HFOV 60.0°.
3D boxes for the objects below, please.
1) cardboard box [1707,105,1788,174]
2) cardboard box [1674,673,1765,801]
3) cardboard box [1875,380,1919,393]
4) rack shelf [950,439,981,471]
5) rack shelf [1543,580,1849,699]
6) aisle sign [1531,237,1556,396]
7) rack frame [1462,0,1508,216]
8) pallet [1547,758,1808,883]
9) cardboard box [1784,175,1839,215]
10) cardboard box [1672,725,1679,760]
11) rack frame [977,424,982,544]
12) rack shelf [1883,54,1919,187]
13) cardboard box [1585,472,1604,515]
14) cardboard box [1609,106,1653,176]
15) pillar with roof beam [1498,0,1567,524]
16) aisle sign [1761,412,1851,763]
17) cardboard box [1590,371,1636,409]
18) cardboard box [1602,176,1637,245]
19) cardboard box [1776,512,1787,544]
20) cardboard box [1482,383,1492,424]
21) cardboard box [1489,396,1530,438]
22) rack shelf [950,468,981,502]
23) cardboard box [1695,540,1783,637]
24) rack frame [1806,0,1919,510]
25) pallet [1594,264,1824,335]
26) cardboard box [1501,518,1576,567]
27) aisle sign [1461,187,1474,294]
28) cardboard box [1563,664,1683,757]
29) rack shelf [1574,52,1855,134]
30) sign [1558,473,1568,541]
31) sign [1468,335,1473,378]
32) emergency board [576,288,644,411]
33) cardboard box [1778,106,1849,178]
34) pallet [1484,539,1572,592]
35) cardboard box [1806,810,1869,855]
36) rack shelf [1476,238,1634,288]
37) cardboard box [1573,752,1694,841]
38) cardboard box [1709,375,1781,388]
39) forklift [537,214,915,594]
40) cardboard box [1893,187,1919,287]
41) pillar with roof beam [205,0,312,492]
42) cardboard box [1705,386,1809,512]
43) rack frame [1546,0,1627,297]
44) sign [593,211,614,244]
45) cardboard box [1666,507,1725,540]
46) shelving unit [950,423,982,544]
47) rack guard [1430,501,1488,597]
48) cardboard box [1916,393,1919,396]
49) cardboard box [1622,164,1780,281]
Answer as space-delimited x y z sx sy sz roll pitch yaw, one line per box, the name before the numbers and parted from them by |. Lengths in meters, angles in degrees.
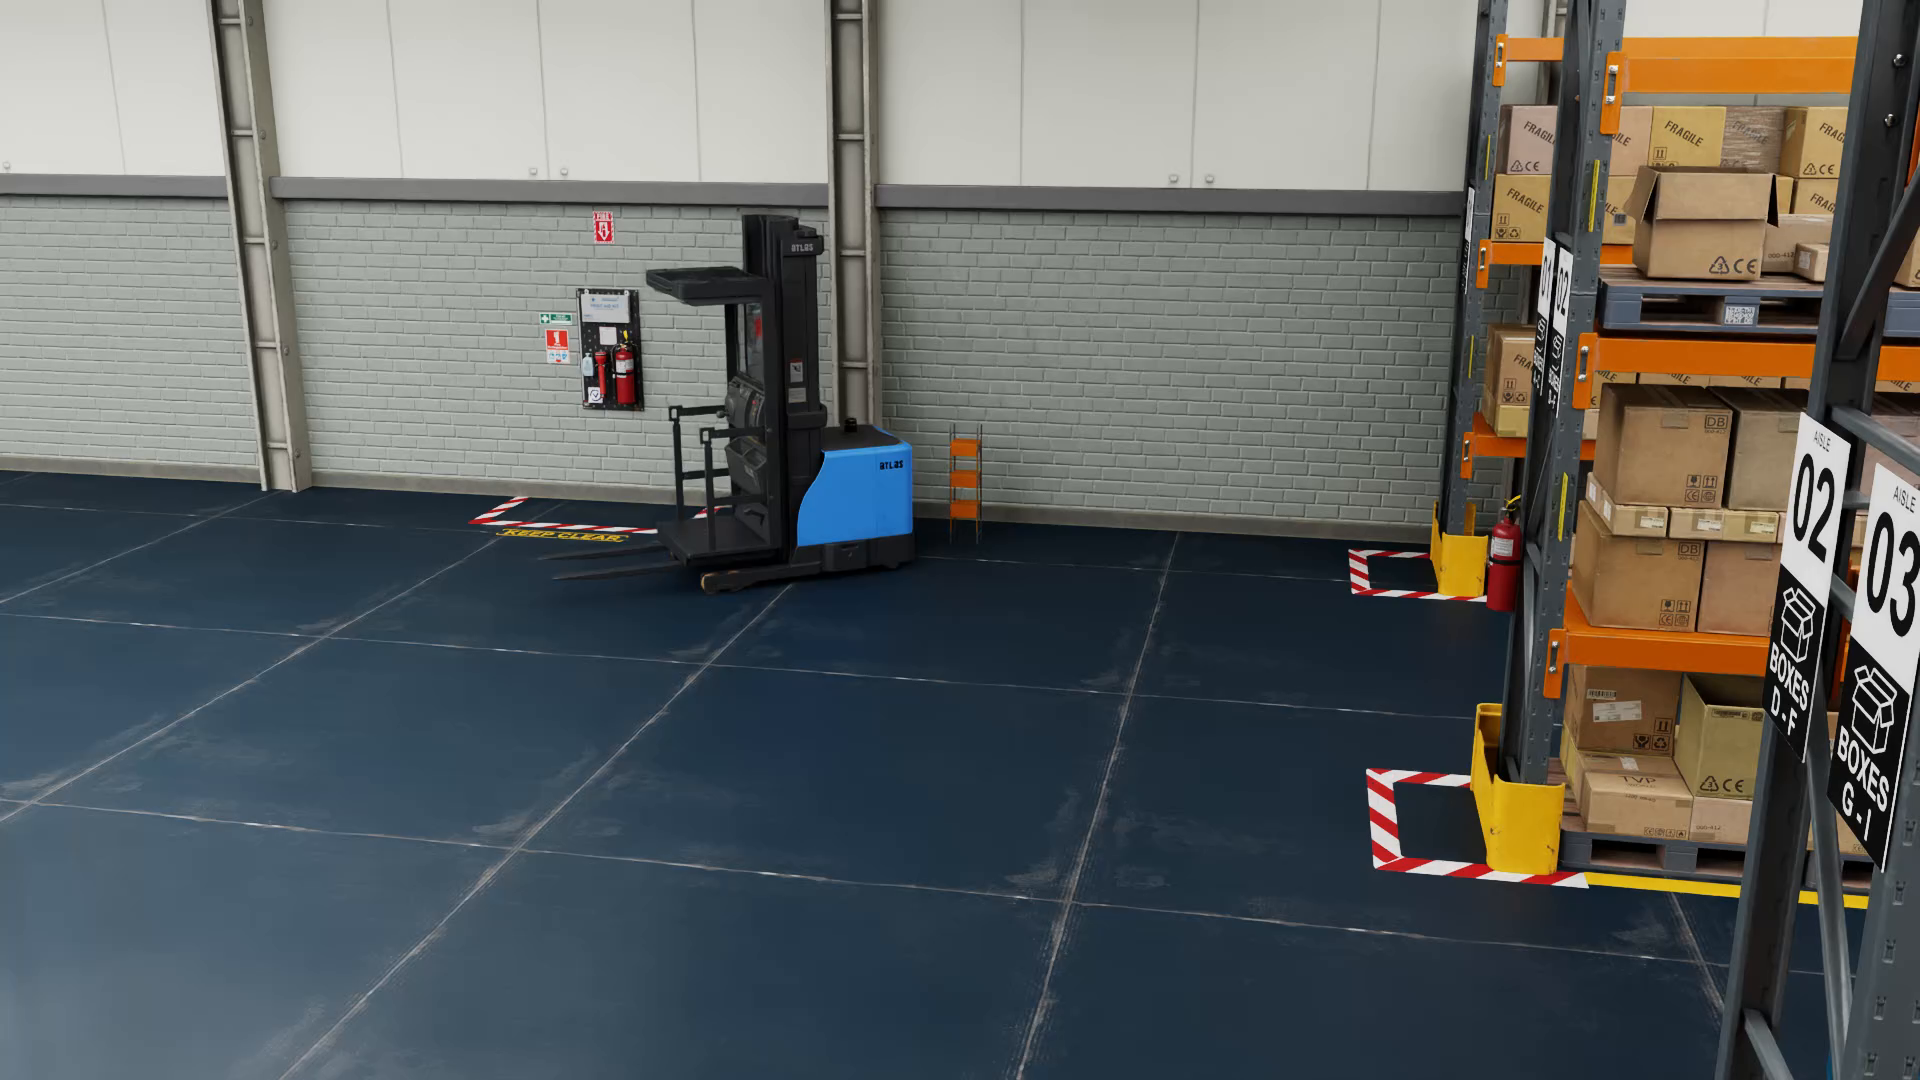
cardboard box | 6.050 -3.092 12.820 0.500 0.500 0.500 3 16 11
cardboard box | 4.057 1.022 8.644 0.500 0.500 0.500 3 16 11
cardboard box | 6.973 -1.204 12.558 0.500 0.500 0.500 3 16 11
rack shelf | 0.052 -0.766 14.769 0.240 0.259 0.215 3 16 11
rack shelf | 5.045 0.601 8.552 4.000 0.370 1.077 3 16 11
aisle sign | 3.079 -1.186 8.783 0.004 0.787 0.394 3 16 11
rack frame | 4.069 -4.040 12.718 0.127 3.000 1.000 3 16 11
pallet | 3.843 1.521 9.105 1.213 0.211 1.003 3 16 11
cardboard box | 6.401 -2.451 12.378 0.500 0.500 0.500 2 16 9
cardboard box | 4.162 1.245 9.243 0.500 0.250 0.500 3 16 11
rack frame | 0.172 -0.497 14.818 0.008 1.050 0.200 3 16 11
rack shelf | 4.054 -0.802 3.128 4.000 0.370 1.077 3 16 11
cardboard box | 3.497 -0.243 8.847 0.250 0.149 0.380 3 16 10
cardboard box | 4.879 -3.010 12.522 0.500 0.500 0.500 3 16 10
pillar with roof beam | 4.069 -3.103 9.335 0.400 9.000 9.100 3 16 11
aisle sign | 2.083 0.109 4.111 0.004 0.787 0.394 3 16 11
cardboard box | 4.959 -1.314 12.957 0.500 0.500 0.500 3 16 11
cardboard box | 4.866 -2.531 12.666 0.500 0.500 0.500 4 16 15
cardboard box | 4.177 -0.095 8.314 0.250 0.149 0.380 3 16 10
cardboard box | 4.565 -1.112 13.630 0.500 0.250 0.500 3 16 12
cardboard box | 4.483 -0.977 13.143 0.500 0.250 0.500 3 16 9
rack shelf | 0.052 -0.493 14.844 0.240 0.259 0.215 3 16 11
cardboard box | 4.056 0.154 8.629 0.500 0.500 0.700 4 16 13
rack frame | 2.094 -1.448 3.362 0.127 3.000 1.000 3 16 11
pallet | 3.773 -1.211 8.292 1.213 0.211 1.003 3 16 11
cardboard box | 4.729 -0.004 13.602 0.500 0.311 0.500 1 16 5
aisle sign | 3.938 -2.327 12.903 0.004 0.787 0.394 3 16 11
cardboard box | 3.670 0.860 9.229 0.500 0.500 0.500 3 16 11
rack shelf | 5.045 -2.098 7.805 4.000 0.370 1.077 3 16 11
sign | 2.969 -0.163 8.191 0.005 0.325 0.100 3 16 11
sign | 3.961 -1.424 12.891 0.005 0.325 0.100 3 16 11
emergency board | -3.367 -1.798 15.865 0.643 1.169 0.194 3 16 11
cardboard box | 6.390 -2.928 12.227 0.500 0.500 0.500 3 16 9
pallet | 4.932 0.252 13.688 1.213 0.211 1.003 3 16 11
cardboard box | 4.547 1.409 8.649 0.500 0.250 0.500 3 16 11
rack shelf | 6.028 -2.141 12.831 4.000 0.370 1.077 3 16 11
cardboard box | 3.566 1.357 8.838 0.500 0.250 0.500 3 16 11
cardboard box | 5.972 -1.261 12.764 0.500 0.500 0.500 4 16 13
forklift | -1.948 -1.137 13.605 3.031 2.935 1.130 -7 17 -23
cardboard box | 4.658 -1.456 7.775 0.500 0.500 0.500 3 16 11
pillar with roof beam | -7.690 -3.741 11.640 0.400 9.000 9.100 3 16 11
cardboard box | 4.108 -0.468 8.446 0.500 0.500 0.700 3 16 10
rack frame | 3.085 -2.744 8.040 0.127 3.000 1.000 3 16 11
sign | -3.355 -2.942 15.651 0.199 0.298 0.001 3 16 11
cardboard box | 3.686 -0.123 8.414 0.250 0.149 0.380 3 16 10
shelving unit | 0.052 -0.503 14.842 0.252 1.050 0.215 3 16 11
rack guard | 4.143 0.060 13.838 0.348 0.500 1.175 3 16 11
cardboard box | 5.093 -0.415 8.254 0.500 0.500 0.700 3 16 11
cardboard box | 3.647 -1.586 8.237 0.637 0.503 0.797 4 16 15
